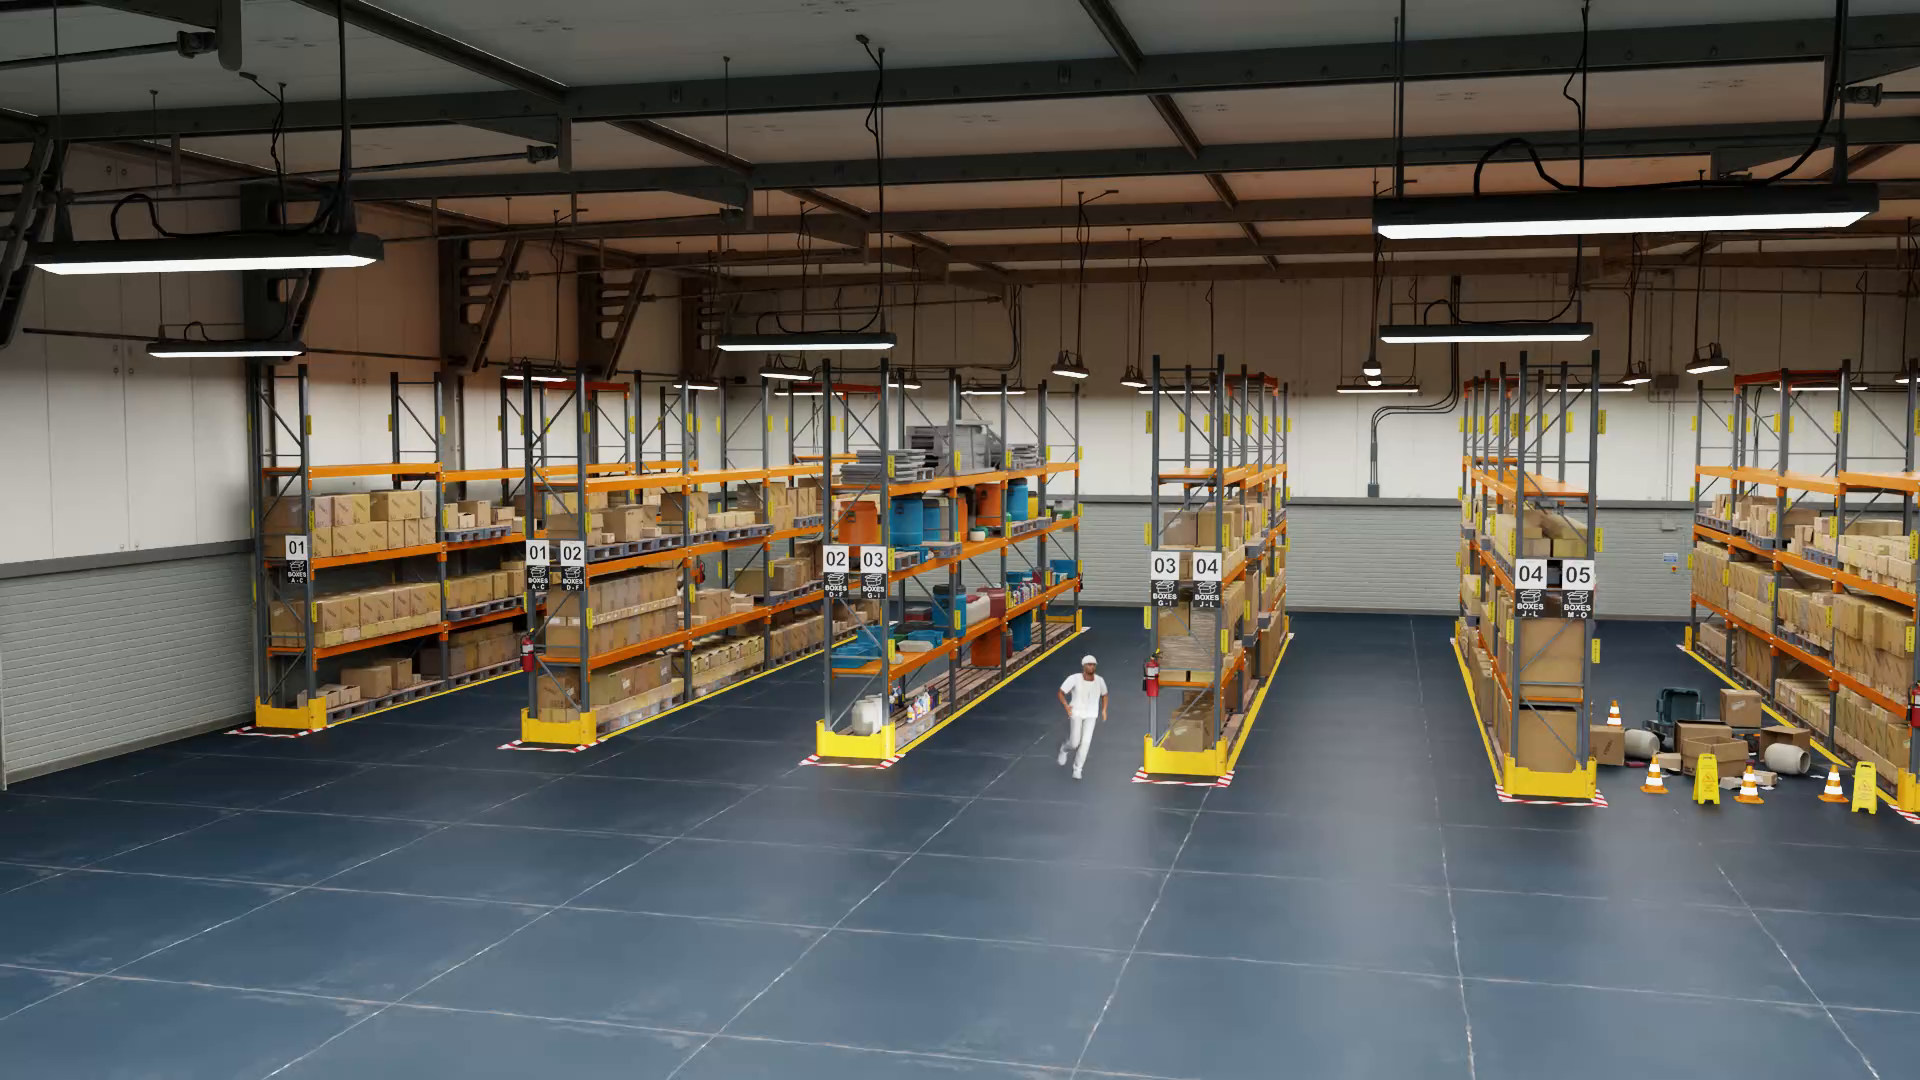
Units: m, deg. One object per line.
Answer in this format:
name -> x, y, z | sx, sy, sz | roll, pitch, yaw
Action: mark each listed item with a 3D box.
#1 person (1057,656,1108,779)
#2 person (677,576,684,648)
person -> 1.790, 2.509, 23.798 | 0.757, 1.710, 0.782 | -1, 4, -13
person -> -6.247, 1.635, 37.066 | 0.575, 1.661, 0.622 | 0, 4, 0
